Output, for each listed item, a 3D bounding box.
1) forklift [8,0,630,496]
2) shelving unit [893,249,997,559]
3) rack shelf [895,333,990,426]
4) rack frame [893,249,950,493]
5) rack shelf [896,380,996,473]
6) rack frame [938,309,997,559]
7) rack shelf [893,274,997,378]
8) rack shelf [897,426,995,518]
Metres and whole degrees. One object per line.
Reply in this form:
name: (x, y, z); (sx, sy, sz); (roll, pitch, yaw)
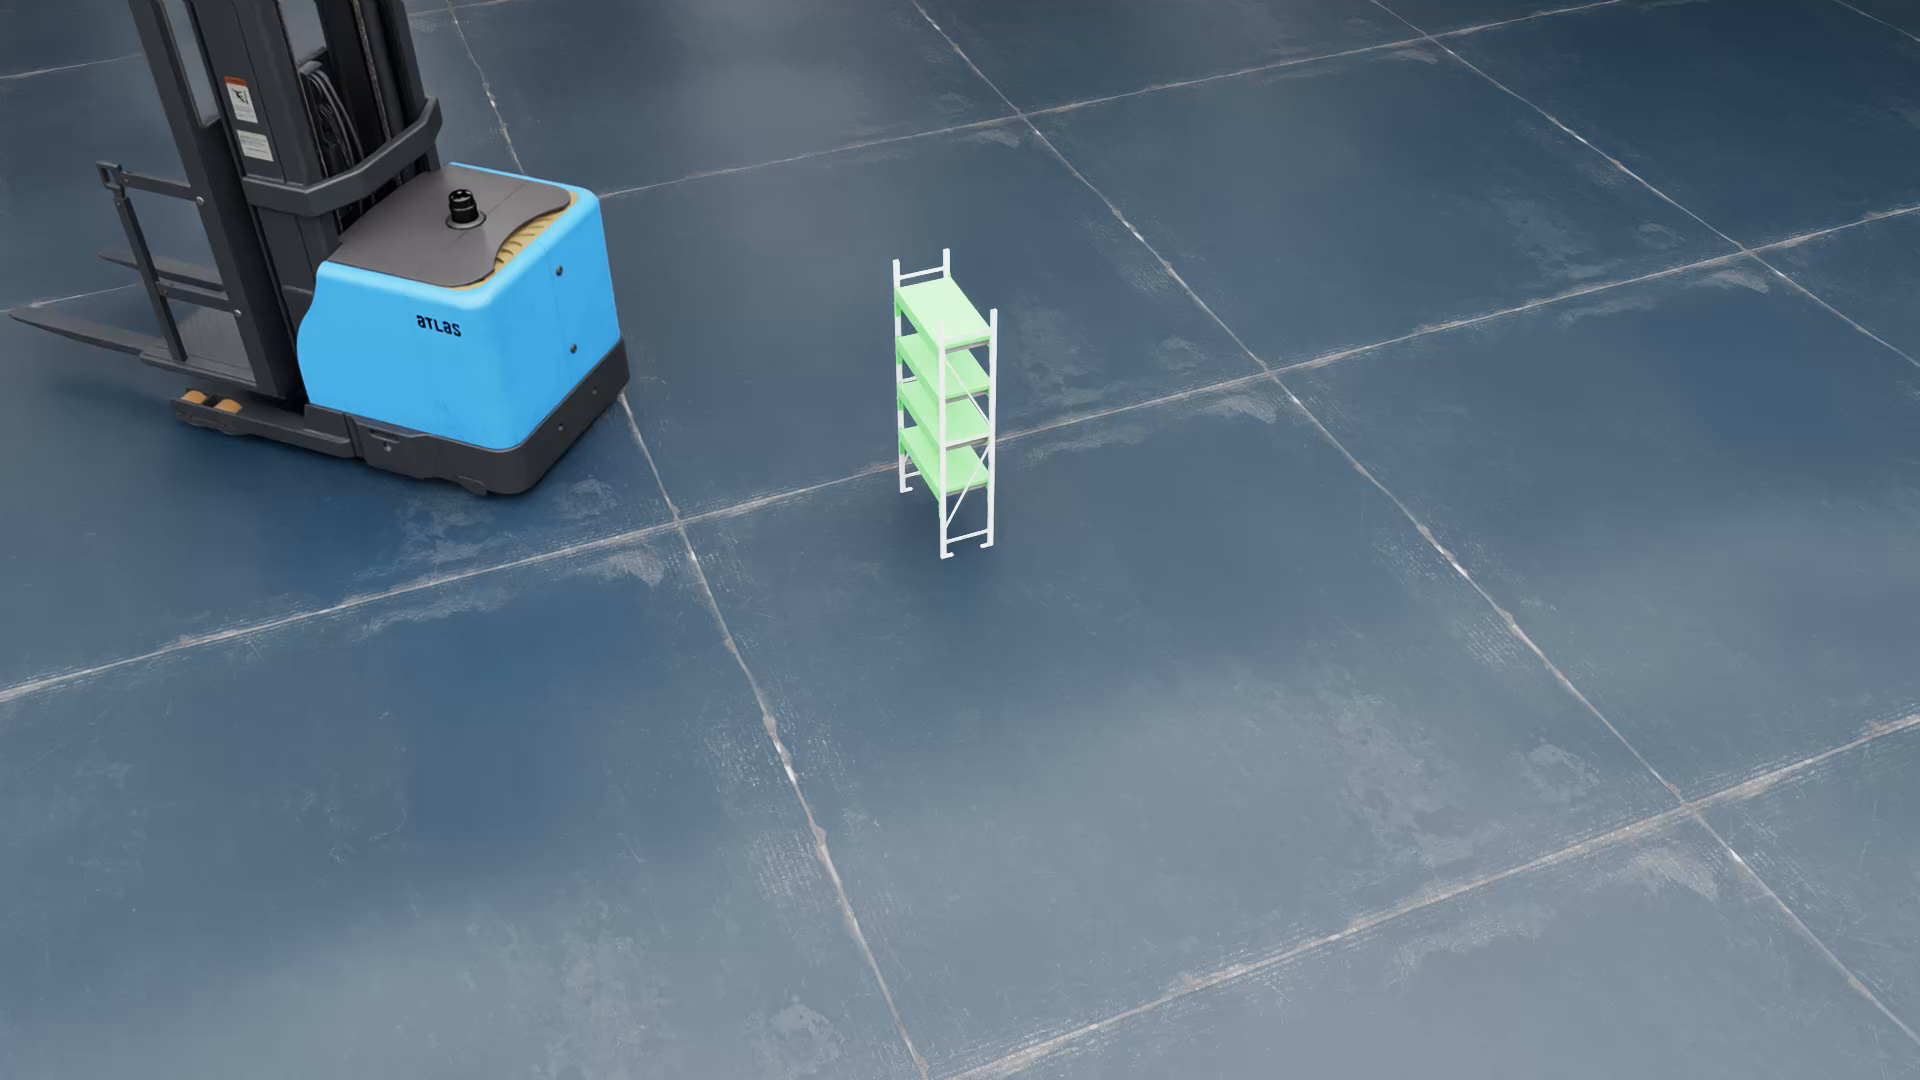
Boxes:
forklift: (-3.169, -1.910, 7.223); (3.031, 2.935, 1.130); (14, 43, 16)
shelving unit: (-0.063, -0.555, 6.975); (0.258, 1.200, 0.503); (-15, 43, -17)
rack shelf: (-0.063, -0.688, 6.860); (0.258, 0.148, 0.480); (-15, 43, -17)
rack frame: (-0.157, -0.702, 7.146); (0.240, 1.200, 0.015); (-15, 43, -17)
rack shelf: (-0.063, -0.506, 7.016); (0.258, 0.148, 0.480); (-15, 43, -17)
rack frame: (0.030, -0.408, 6.804); (0.240, 1.200, 0.015); (-15, 43, -17)
rack shelf: (-0.063, -0.870, 6.703); (0.258, 0.148, 0.480); (-15, 43, -17)
rack shelf: (-0.063, -0.324, 7.173); (0.258, 0.148, 0.480); (-15, 43, -17)
